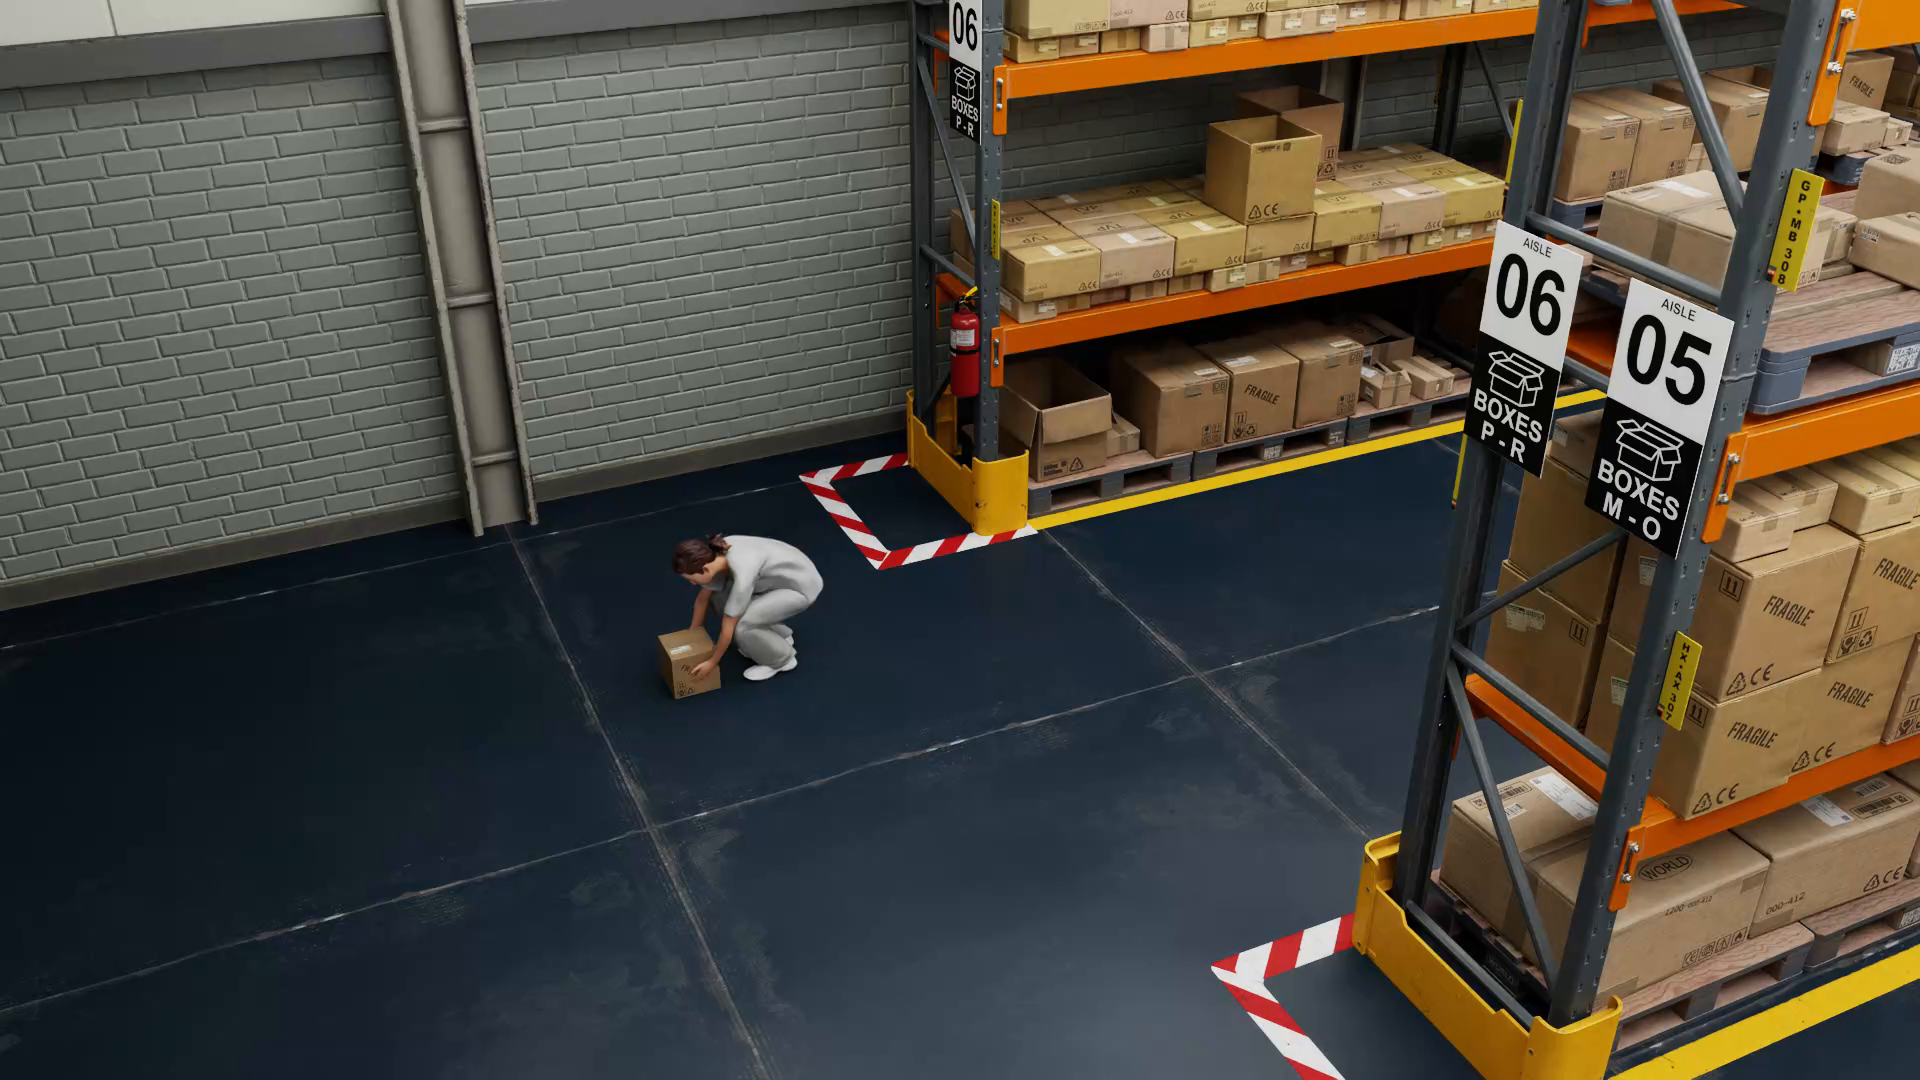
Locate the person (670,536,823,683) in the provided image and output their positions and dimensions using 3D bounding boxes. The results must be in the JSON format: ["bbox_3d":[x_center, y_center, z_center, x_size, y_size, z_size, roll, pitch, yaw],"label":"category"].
[{"bbox_3d":[-1.111,0.314,8.726,0.800,0.859,0.483,-13,32,-22],"label":"person"}]
